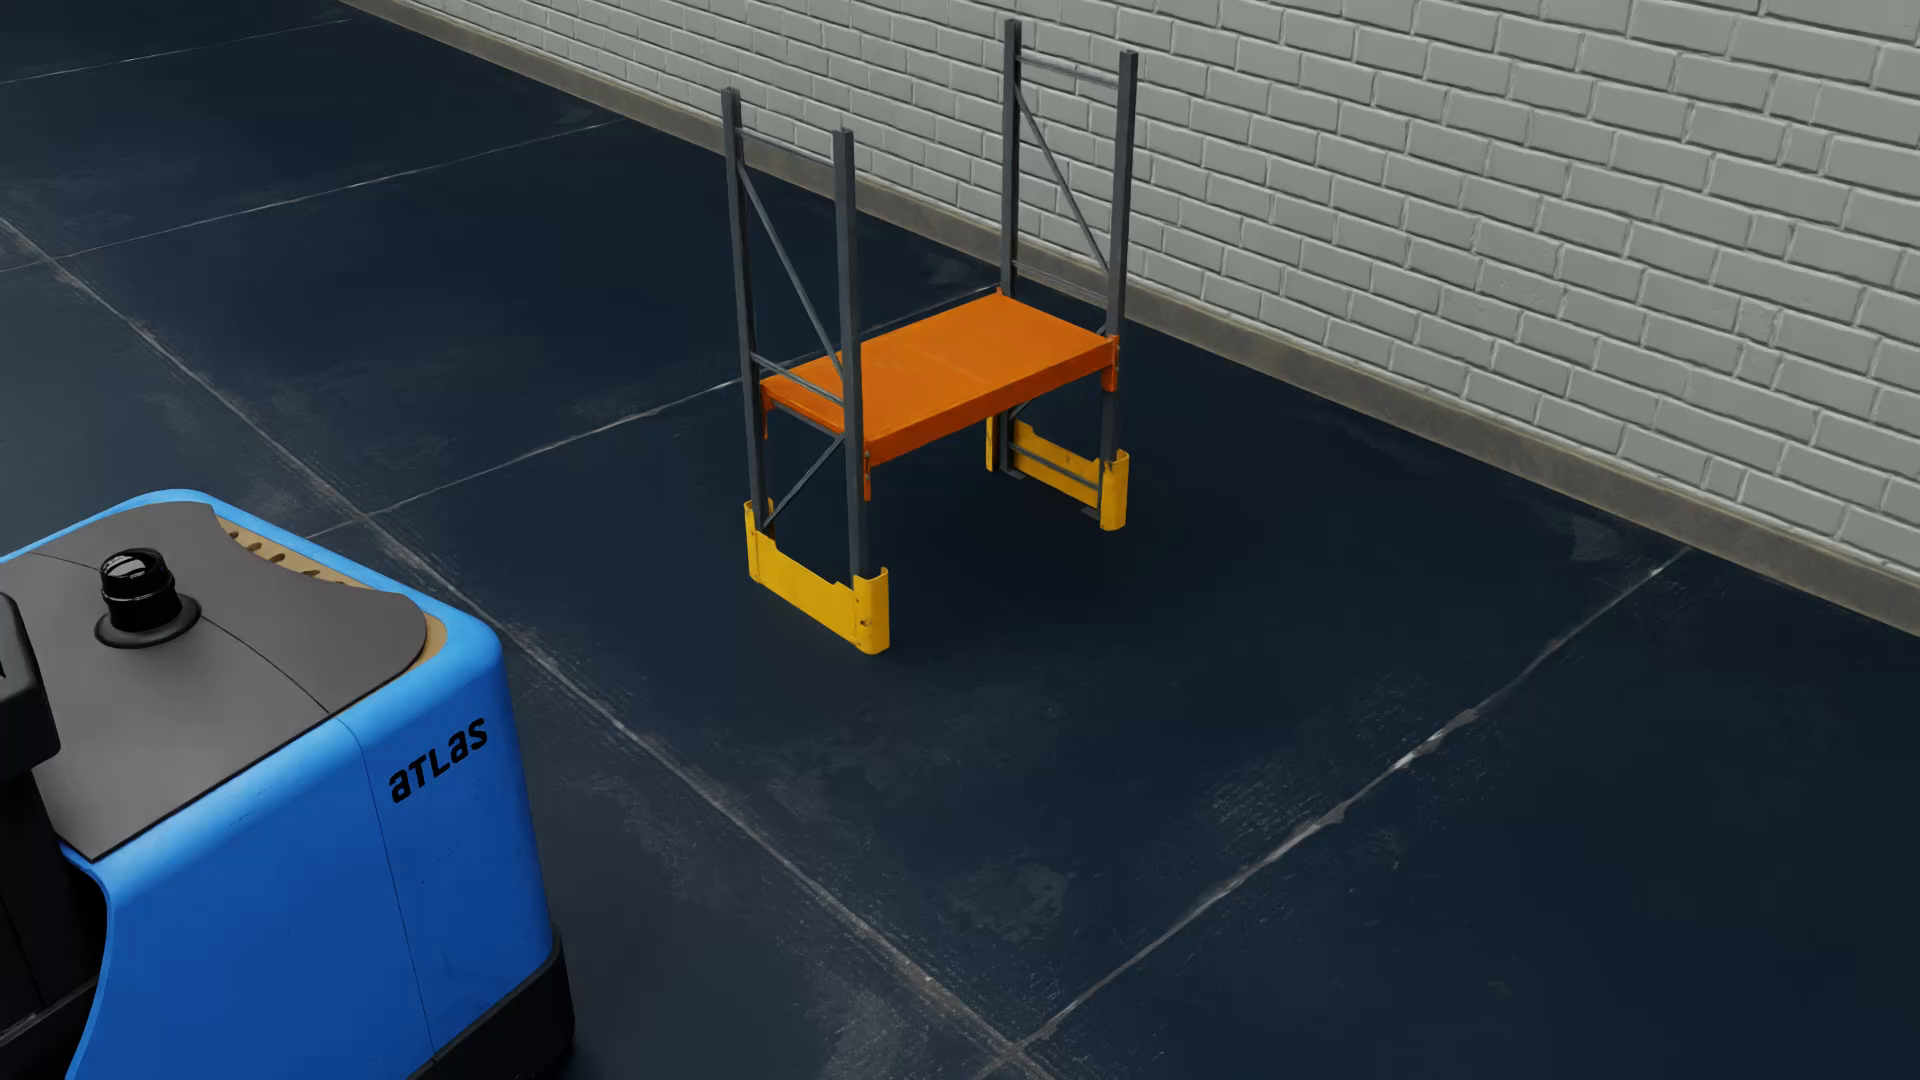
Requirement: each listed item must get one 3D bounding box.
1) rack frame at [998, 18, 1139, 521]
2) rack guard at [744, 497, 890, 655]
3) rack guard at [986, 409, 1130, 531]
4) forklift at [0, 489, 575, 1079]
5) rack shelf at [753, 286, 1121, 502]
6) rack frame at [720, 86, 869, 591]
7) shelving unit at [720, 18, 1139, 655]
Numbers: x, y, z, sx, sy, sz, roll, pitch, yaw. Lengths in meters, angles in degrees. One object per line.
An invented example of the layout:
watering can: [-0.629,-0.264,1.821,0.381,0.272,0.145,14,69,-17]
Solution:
rack frame: [0.310,-0.790,5.104,0.032,1.500,0.500,-26,40,-35]
rack guard: [-0.421,0.097,4.852,0.087,0.250,0.587,-26,40,-35]
rack guard: [0.309,-0.256,5.429,0.087,0.250,0.587,-26,40,-35]
forklift: [-2.043,0.315,1.925,1.130,2.935,3.031,20,36,29]
rack shelf: [-0.063,-0.456,4.903,1.000,0.185,0.538,-26,40,-35]
rack frame: [-0.435,-0.429,4.514,0.032,1.500,0.500,-26,40,-35]
shelving unit: [-0.056,-0.613,4.815,1.083,1.500,0.587,-26,40,-35]
